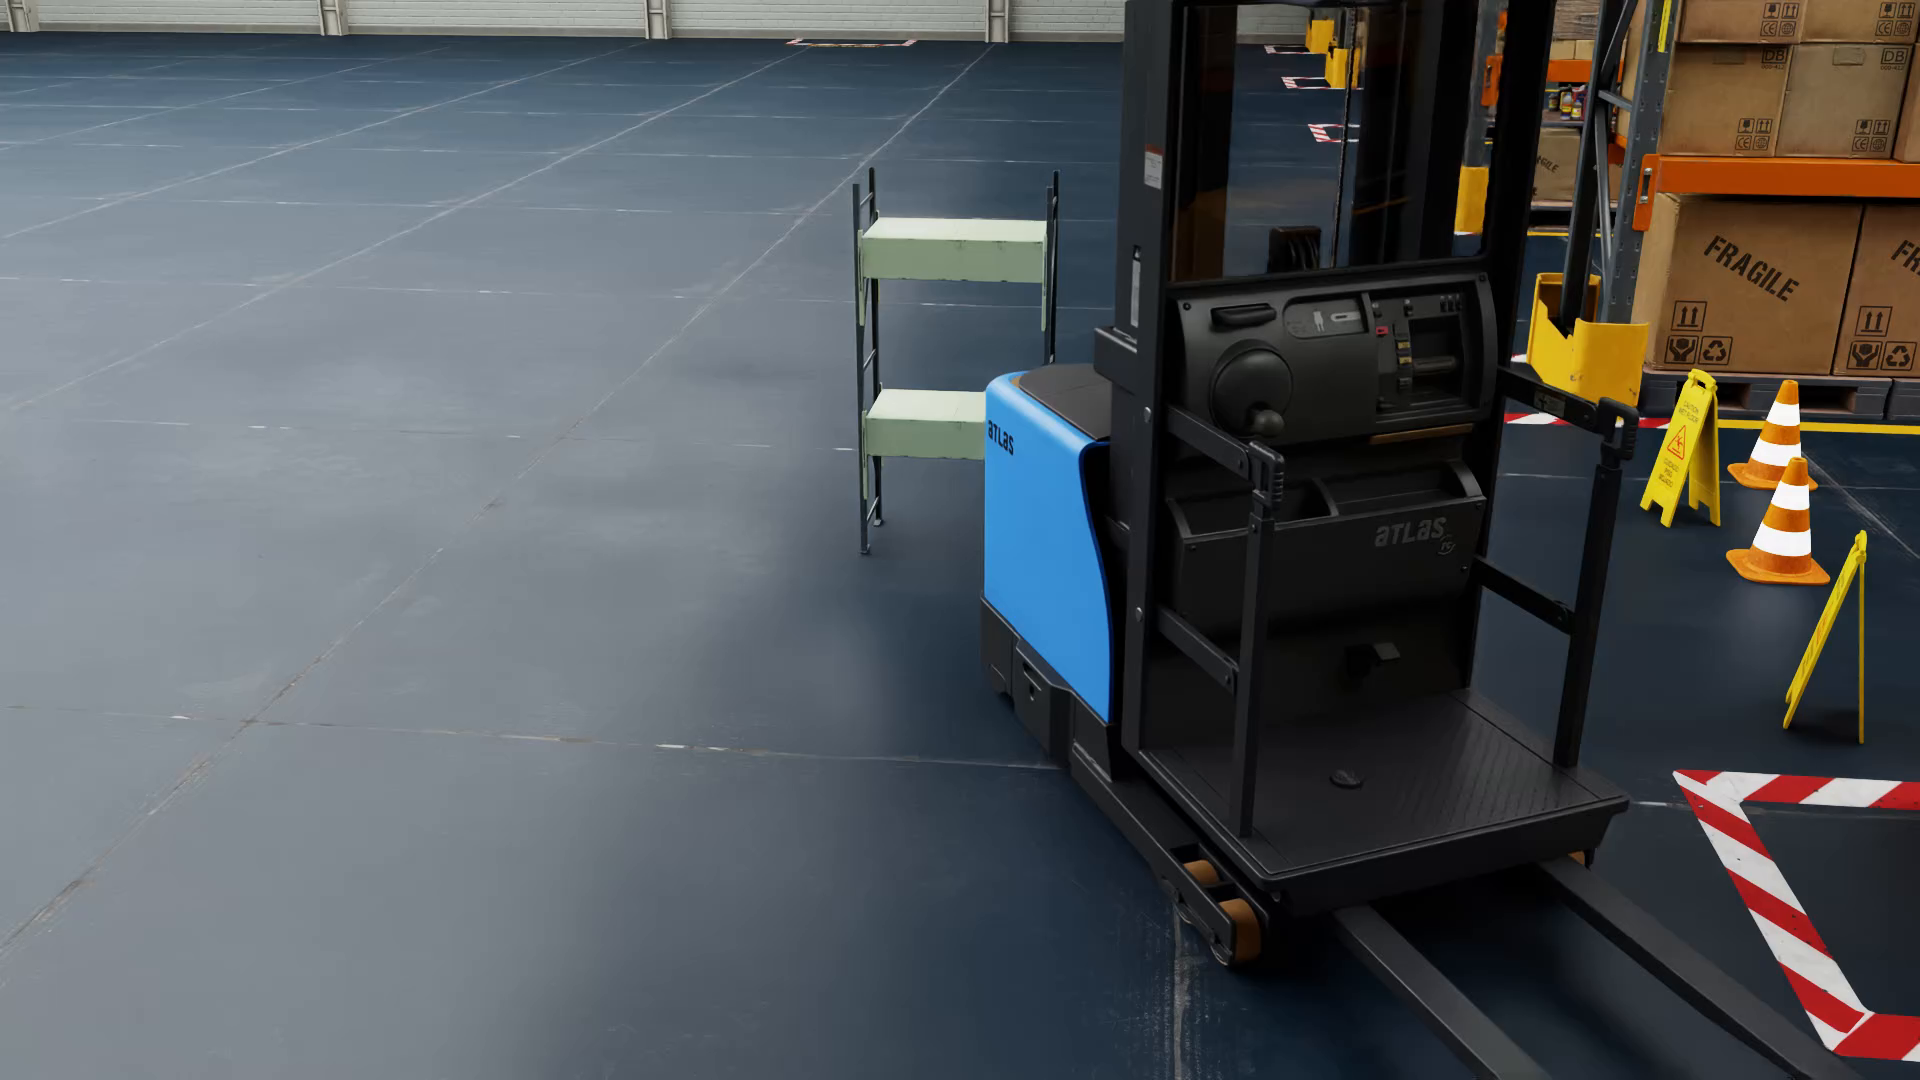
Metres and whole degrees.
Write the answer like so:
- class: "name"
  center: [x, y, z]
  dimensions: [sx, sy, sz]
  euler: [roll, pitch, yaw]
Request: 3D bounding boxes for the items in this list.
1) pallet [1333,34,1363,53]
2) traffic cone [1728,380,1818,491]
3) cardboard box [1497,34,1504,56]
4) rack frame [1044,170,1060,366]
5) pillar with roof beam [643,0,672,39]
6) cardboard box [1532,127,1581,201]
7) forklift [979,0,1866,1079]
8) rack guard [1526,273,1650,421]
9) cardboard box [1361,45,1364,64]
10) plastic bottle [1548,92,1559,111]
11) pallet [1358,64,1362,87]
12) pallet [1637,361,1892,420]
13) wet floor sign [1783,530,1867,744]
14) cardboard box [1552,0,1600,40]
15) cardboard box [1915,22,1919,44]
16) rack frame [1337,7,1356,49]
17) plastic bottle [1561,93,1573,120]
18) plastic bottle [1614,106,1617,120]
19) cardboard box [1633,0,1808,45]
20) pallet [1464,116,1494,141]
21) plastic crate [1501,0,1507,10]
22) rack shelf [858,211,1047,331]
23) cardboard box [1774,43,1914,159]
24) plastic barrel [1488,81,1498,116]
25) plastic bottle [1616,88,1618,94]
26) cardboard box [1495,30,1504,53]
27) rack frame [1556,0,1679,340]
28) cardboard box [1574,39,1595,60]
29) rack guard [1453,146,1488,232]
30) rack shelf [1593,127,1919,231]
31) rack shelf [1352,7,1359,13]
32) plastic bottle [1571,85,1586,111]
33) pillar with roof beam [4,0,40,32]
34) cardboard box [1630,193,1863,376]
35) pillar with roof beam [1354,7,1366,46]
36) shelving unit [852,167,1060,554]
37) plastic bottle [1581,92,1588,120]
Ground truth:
- class: "pallet"
  center: [6.688, -8.103, 27.150]
  dimensions: [1.213, 0.211, 1.003]
  euler: [2, 22, 6]
- class: "traffic cone"
  center: [3.737, -0.498, 7.571]
  dimensions: [0.334, 0.463, 0.336]
  euler: [2, 22, 6]
- class: "cardboard box"
  center: [4.316, -3.810, 12.838]
  dimensions: [0.250, 0.149, 0.380]
  euler: [2, 22, 6]
- class: "rack frame"
  center: [0.357, -0.682, 6.625]
  dimensions: [0.023, 1.500, 0.400]
  euler: [2, 22, 6]
- class: "pillar with roof beam"
  center: [-5.816, -11.474, 23.724]
  dimensions: [0.400, 9.000, 9.100]
  euler: [2, 22, 6]
- class: "cardboard box"
  center: [4.679, -3.026, 13.342]
  dimensions: [0.500, 0.500, 0.500]
  euler: [7, 23, 16]
- class: "forklift"
  center: [1.062, -0.458, 4.112]
  dimensions: [1.130, 2.935, 3.031]
  euler: [-8, 23, -19]
- class: "rack guard"
  center: [3.353, -1.058, 8.936]
  dimensions: [0.348, 0.500, 1.175]
  euler: [2, 22, 6]
- class: "cardboard box"
  center: [5.798, -6.644, 22.834]
  dimensions: [0.500, 0.250, 0.500]
  euler: [2, 22, 6]
- class: "plastic bottle"
  center: [6.519, -4.818, 18.255]
  dimensions: [0.097, 0.201, 0.097]
  euler: [0, 22, 0]
- class: "pallet"
  center: [5.995, -6.328, 22.659]
  dimensions: [1.213, 0.211, 1.003]
  euler: [2, 22, 6]
- class: "pallet"
  center: [4.180, -0.917, 8.972]
  dimensions: [1.213, 0.211, 1.003]
  euler: [2, 22, 6]
- class: "wet floor sign"
  center: [2.832, 0.288, 5.334]
  dimensions: [0.232, 0.644, 0.267]
  euler: [11, 24, 25]
- class: "cardboard box"
  center: [4.604, -4.177, 12.885]
  dimensions: [0.500, 0.500, 0.875]
  euler: [2, 22, 6]
- class: "cardboard box"
  center: [4.838, -2.697, 8.010]
  dimensions: [0.550, 0.550, 0.875]
  euler: [2, 22, 6]
- class: "rack frame"
  center: [5.231, -7.643, 22.192]
  dimensions: [0.127, 3.000, 1.000]
  euler: [2, 22, 6]
- class: "plastic bottle"
  center: [6.408, -4.578, 17.552]
  dimensions: [0.097, 0.271, 0.097]
  euler: [0, 22, 0]
- class: "plastic bottle"
  center: [6.946, -4.522, 17.506]
  dimensions: [0.097, 0.201, 0.097]
  euler: [0, 22, 0]
- class: "cardboard box"
  center: [3.741, -2.761, 8.172]
  dimensions: [0.550, 0.550, 0.875]
  euler: [2, 22, 6]
- class: "pallet"
  center: [5.531, -4.514, 18.072]
  dimensions: [1.213, 0.211, 1.003]
  euler: [2, 22, 6]
- class: "plastic crate"
  center: [5.820, -5.823, 17.790]
  dimensions: [0.408, 0.251, 0.499]
  euler: [2, 22, 6]
- class: "rack shelf"
  center: [-0.007, -1.061, 6.521]
  dimensions: [0.720, 0.370, 0.431]
  euler: [2, 22, 6]
- class: "cardboard box"
  center: [4.300, -2.274, 8.408]
  dimensions: [0.550, 0.550, 0.875]
  euler: [2, 22, 6]
- class: "plastic barrel"
  center: [5.804, -4.850, 17.942]
  dimensions: [0.421, 0.512, 0.421]
  euler: [0, 22, 0]
- class: "plastic bottle"
  center: [7.069, -4.855, 18.145]
  dimensions: [0.185, 0.351, 0.144]
  euler: [3, 22, 9]
- class: "cardboard box"
  center: [4.368, -3.972, 13.249]
  dimensions: [0.250, 0.149, 0.380]
  euler: [2, 22, 6]
- class: "rack frame"
  center: [3.377, -2.220, 8.474]
  dimensions: [0.127, 3.000, 1.000]
  euler: [2, 22, 6]
- class: "cardboard box"
  center: [4.808, -3.776, 12.752]
  dimensions: [0.250, 0.149, 0.380]
  euler: [2, 22, 6]
- class: "rack guard"
  center: [4.136, -2.860, 13.495]
  dimensions: [0.348, 0.500, 1.175]
  euler: [2, 22, 6]
- class: "rack shelf"
  center: [5.363, -1.798, 8.387]
  dimensions: [4.000, 0.370, 1.077]
  euler: [2, 22, 6]
- class: "rack shelf"
  center: [7.217, -7.222, 22.105]
  dimensions: [4.000, 0.370, 1.077]
  euler: [2, 22, 6]
- class: "plastic bottle"
  center: [6.766, -4.832, 18.188]
  dimensions: [0.135, 0.276, 0.152]
  euler: [3, 22, 7]
- class: "pillar with roof beam"
  center: [-17.733, -11.994, 25.037]
  dimensions: [0.400, 9.000, 9.100]
  euler: [2, 22, 6]
- class: "cardboard box"
  center: [4.058, -1.422, 8.774]
  dimensions: [0.875, 0.875, 0.875]
  euler: [3, 22, 7]
- class: "pillar with roof beam"
  center: [6.100, -10.955, 22.410]
  dimensions: [0.400, 9.000, 9.100]
  euler: [2, 22, 6]
- class: "shelving unit"
  center: [-0.007, -0.698, 6.665]
  dimensions: [0.755, 1.500, 0.431]
  euler: [2, 22, 6]
- class: "plastic bottle"
  center: [6.630, -4.567, 17.508]
  dimensions: [0.133, 0.283, 0.061]
  euler: [3, 22, 7]
